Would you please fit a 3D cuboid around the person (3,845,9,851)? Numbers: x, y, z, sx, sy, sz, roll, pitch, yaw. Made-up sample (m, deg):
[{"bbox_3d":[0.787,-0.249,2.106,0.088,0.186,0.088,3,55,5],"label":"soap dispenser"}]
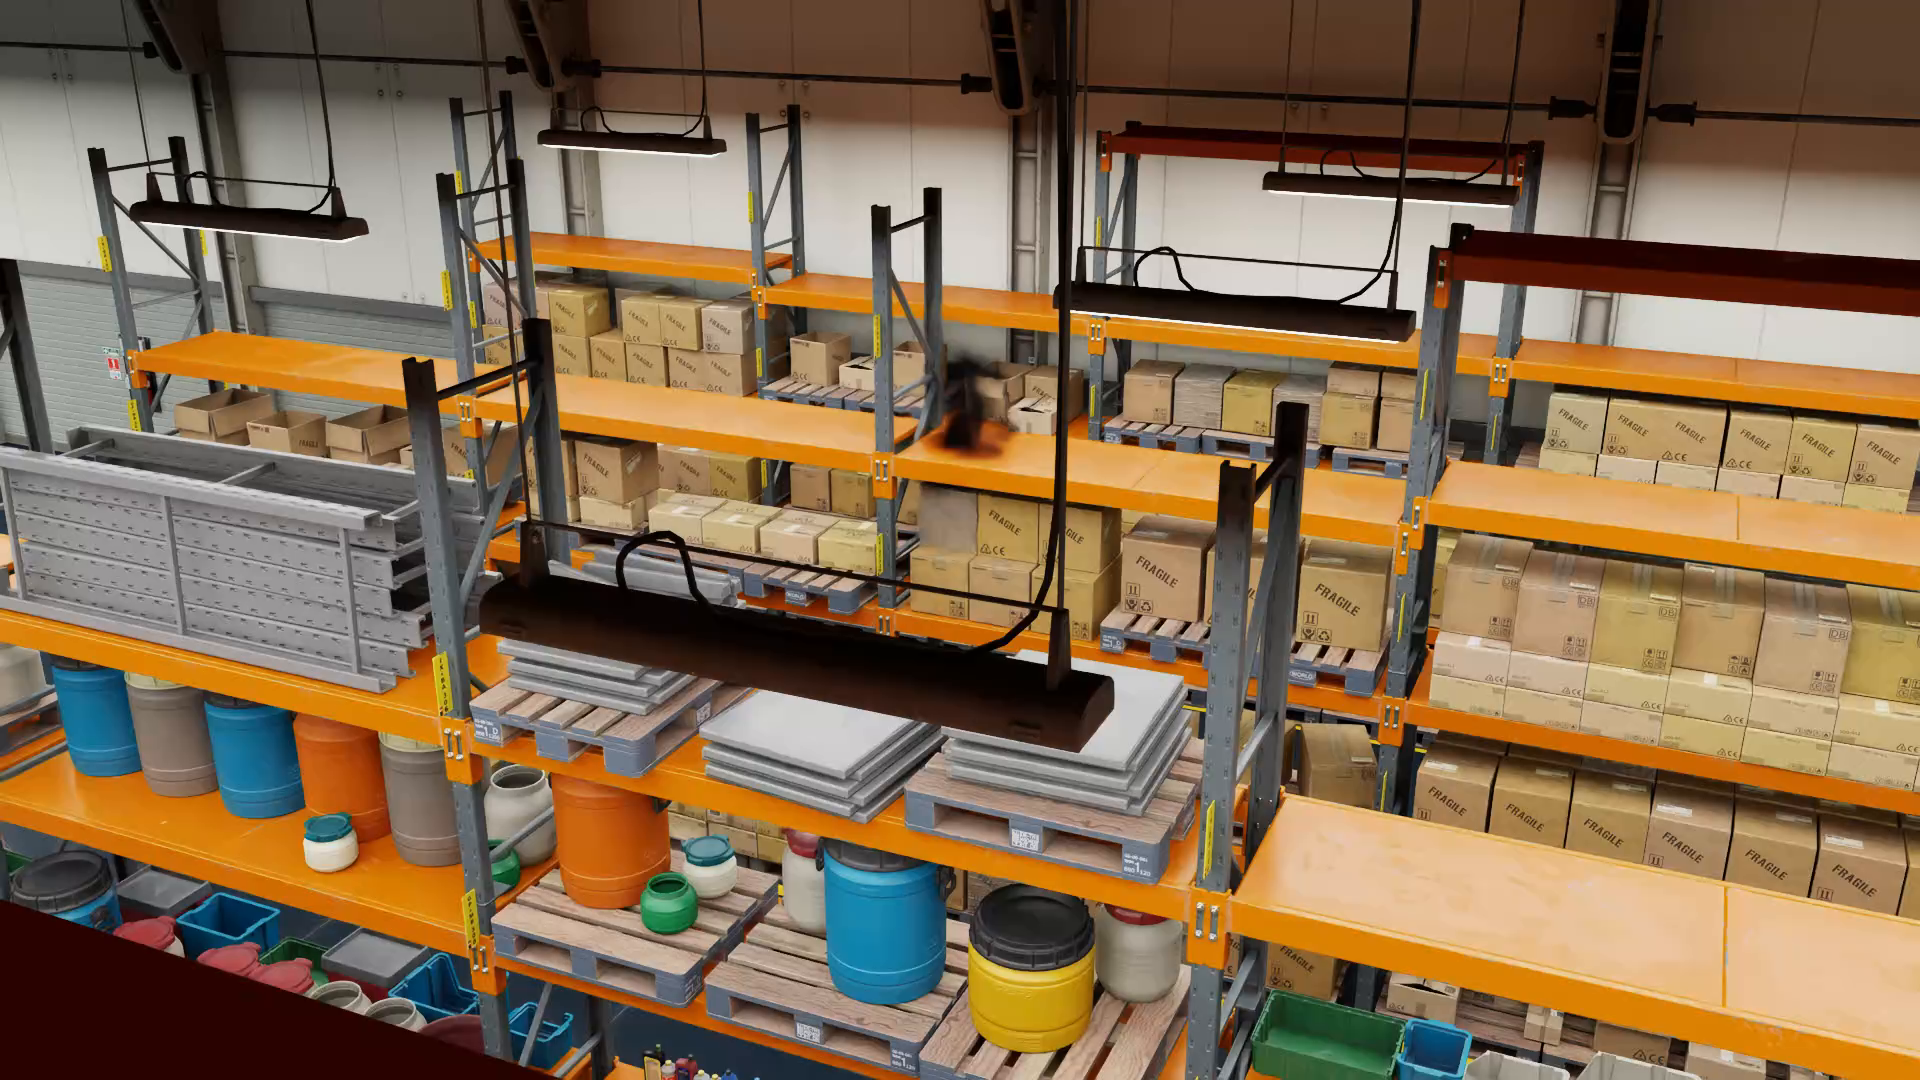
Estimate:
[{"bbox_3d":[-8.520,2.288,14.168,0.967,1.648,0.578,5,21,14],"label":"person"}]
